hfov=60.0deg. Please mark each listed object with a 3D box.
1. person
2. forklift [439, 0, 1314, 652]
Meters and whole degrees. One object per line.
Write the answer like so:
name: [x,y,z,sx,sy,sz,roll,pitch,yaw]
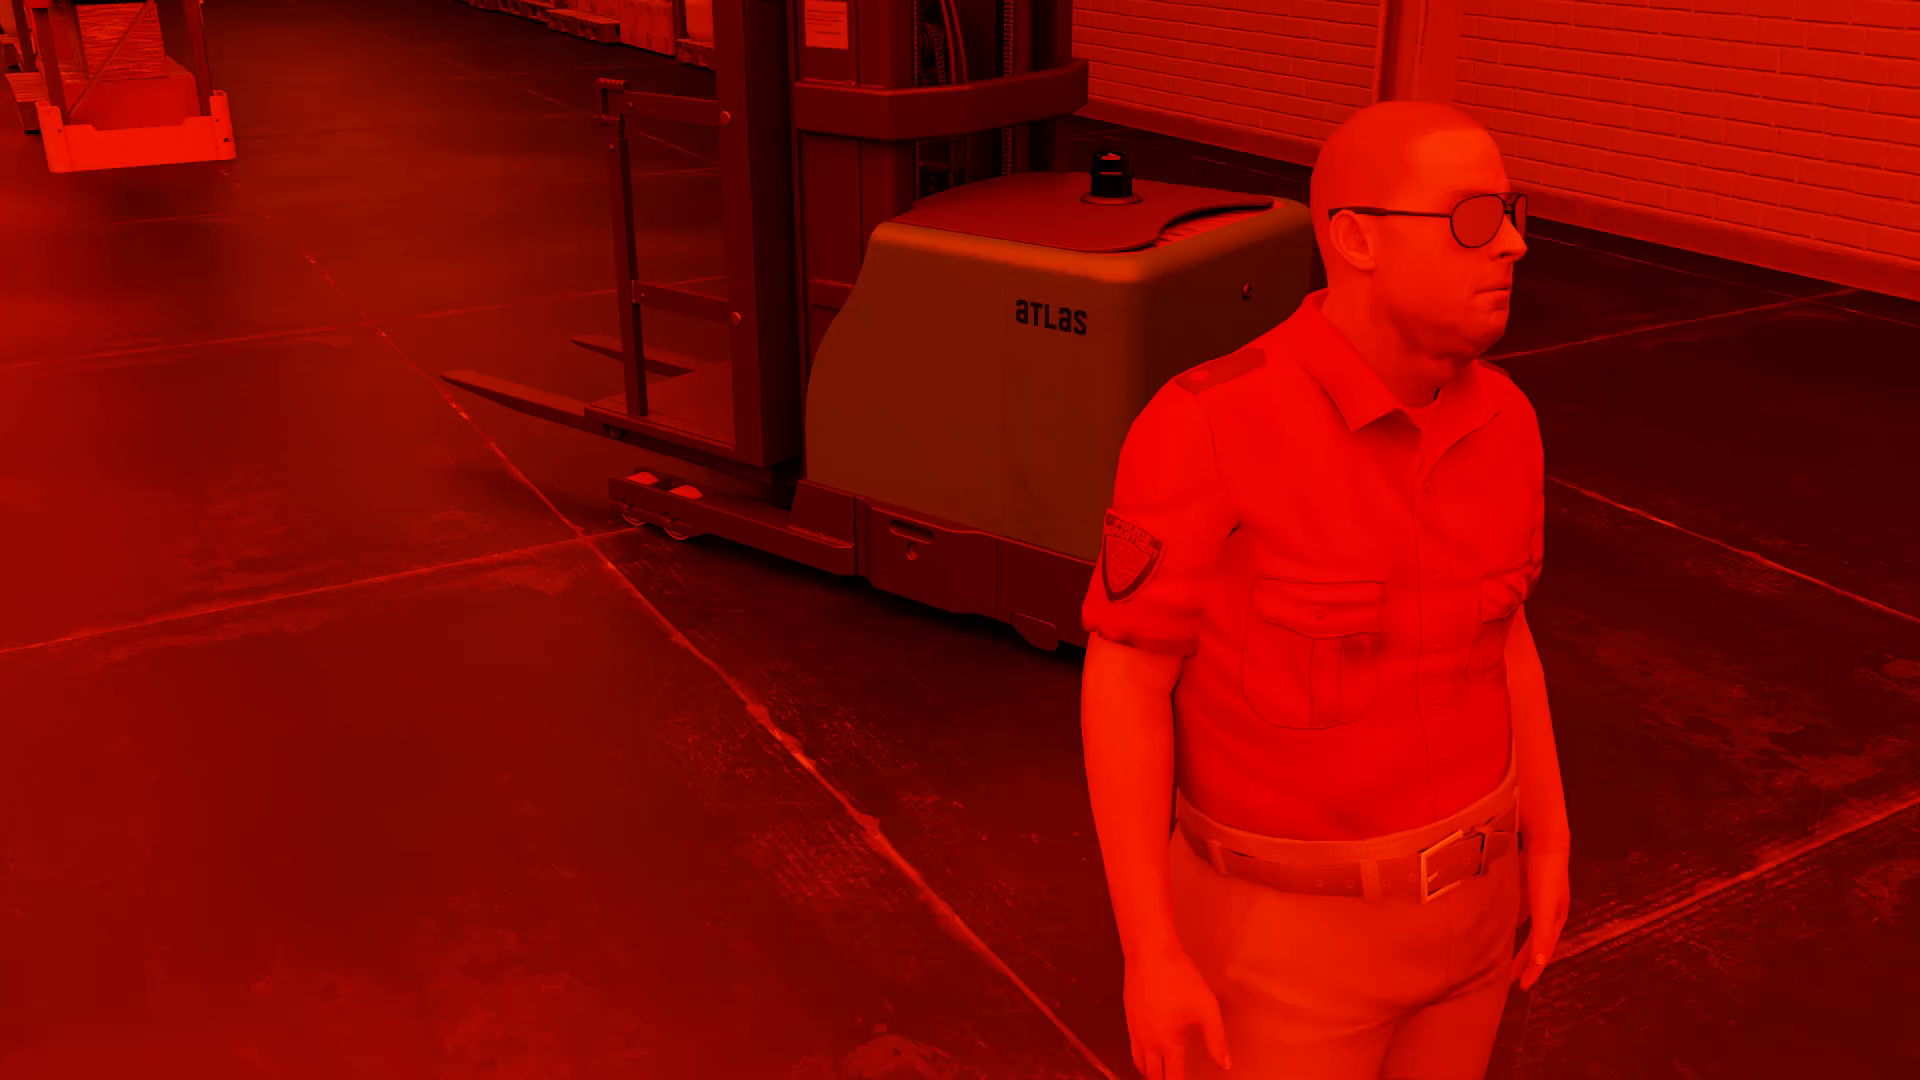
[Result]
person: [0.461,0.440,1.768,0.640,1.727,0.551,-12,25,-28]
forklift: [-0.481,-1.497,4.922,3.031,2.935,1.130,16,27,34]
